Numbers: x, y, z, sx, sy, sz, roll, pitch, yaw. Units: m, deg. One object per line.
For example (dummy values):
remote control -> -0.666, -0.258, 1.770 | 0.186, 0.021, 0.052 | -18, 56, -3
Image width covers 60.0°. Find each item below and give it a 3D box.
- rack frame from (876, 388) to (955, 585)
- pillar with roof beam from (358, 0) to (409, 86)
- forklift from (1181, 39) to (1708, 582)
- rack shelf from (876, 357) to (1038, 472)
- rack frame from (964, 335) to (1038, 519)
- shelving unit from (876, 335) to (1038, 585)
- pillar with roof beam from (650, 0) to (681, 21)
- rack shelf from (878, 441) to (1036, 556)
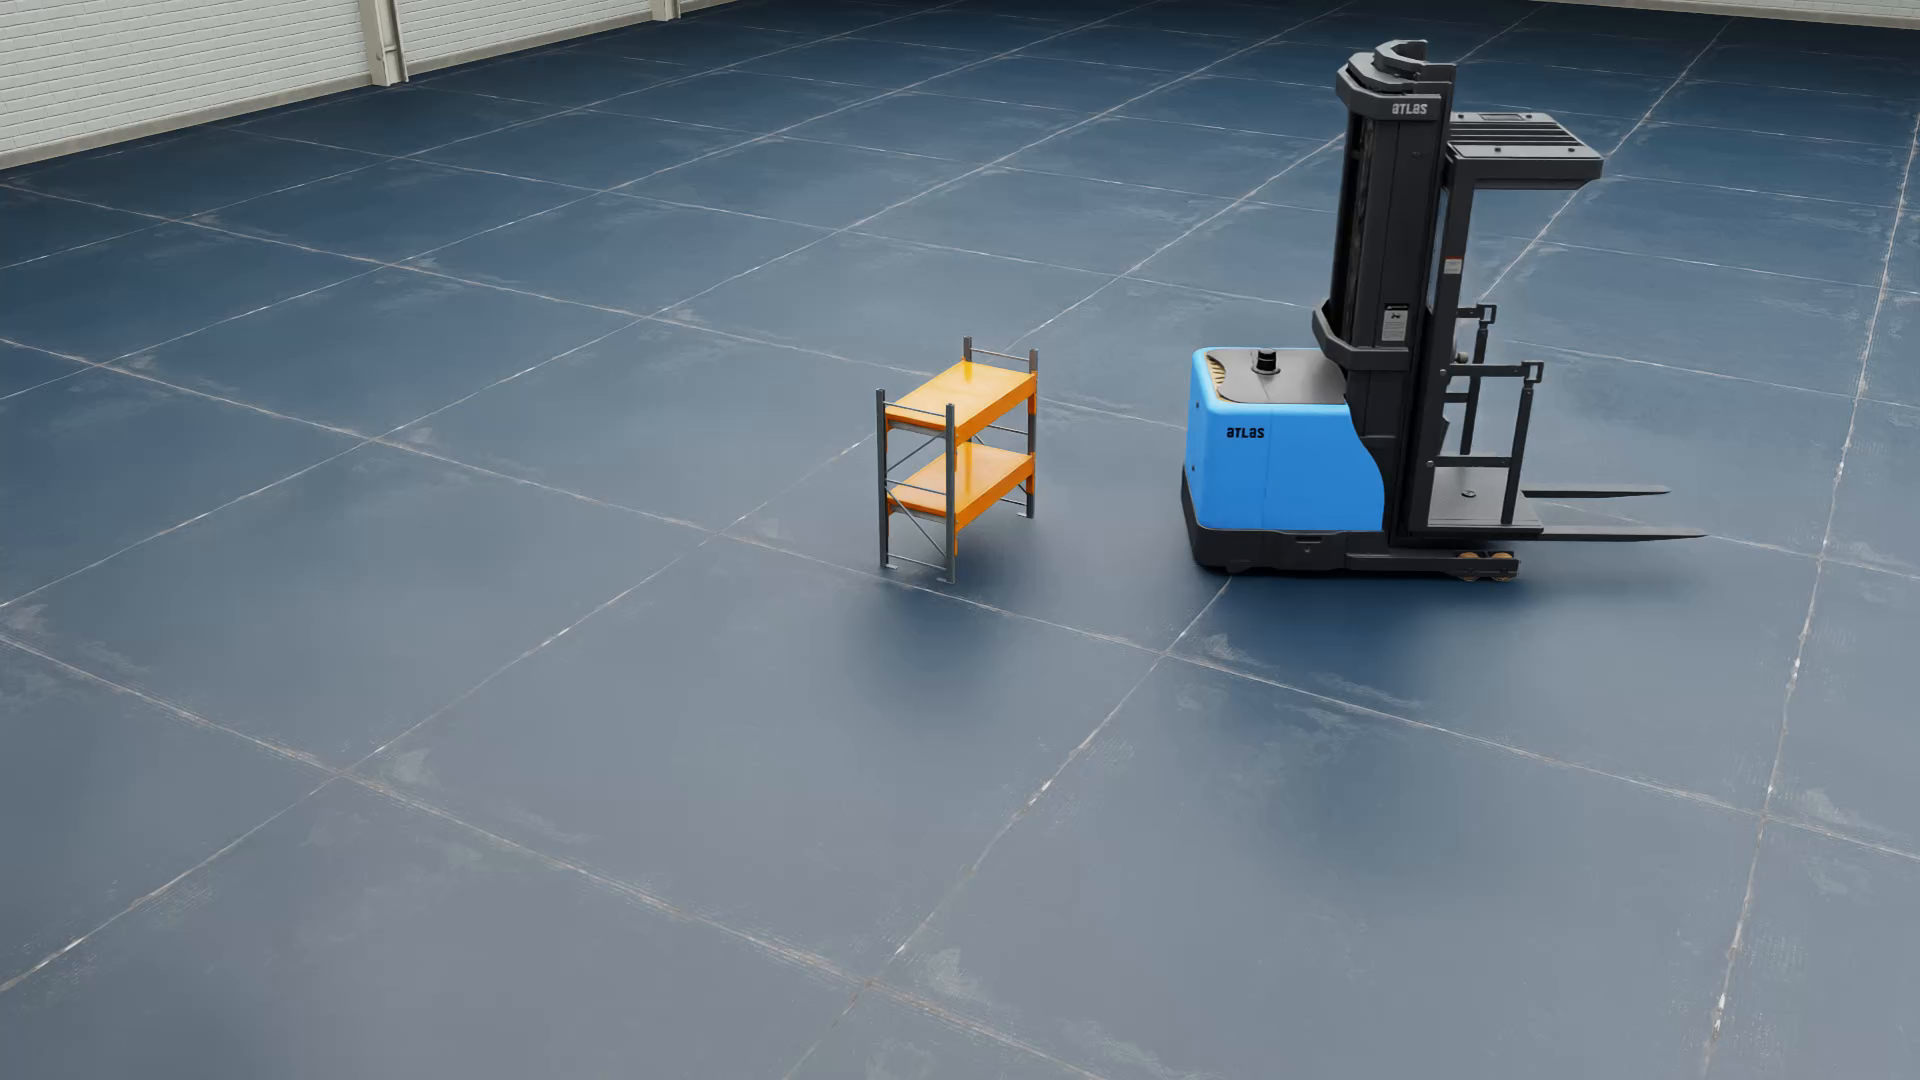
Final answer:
rack frame -> -0.253, -0.302, 9.597 | 0.500, 1.125, 0.032 | 14, 30, 26
pillar with roof beam -> -4.051, -9.336, 18.848 | 9.100, 9.000, 0.400 | 14, 30, 26
forklift -> 2.914, -1.309, 9.591 | 3.031, 2.935, 1.130 | 1, 27, 1
rack shelf -> -0.003, -0.762, 9.862 | 0.538, 0.278, 1.000 | 14, 30, 26
rack frame -> 0.247, -0.698, 10.389 | 0.500, 1.125, 0.032 | 14, 30, 26
shelving unit -> -0.003, -0.500, 9.993 | 0.538, 1.125, 1.048 | 14, 30, 26
pillar with roof beam -> -1.100, -11.674, 23.519 | 9.100, 9.000, 0.400 | 14, 30, 26
rack shelf -> -0.003, -0.282, 10.102 | 0.538, 0.278, 1.000 | 14, 30, 26
